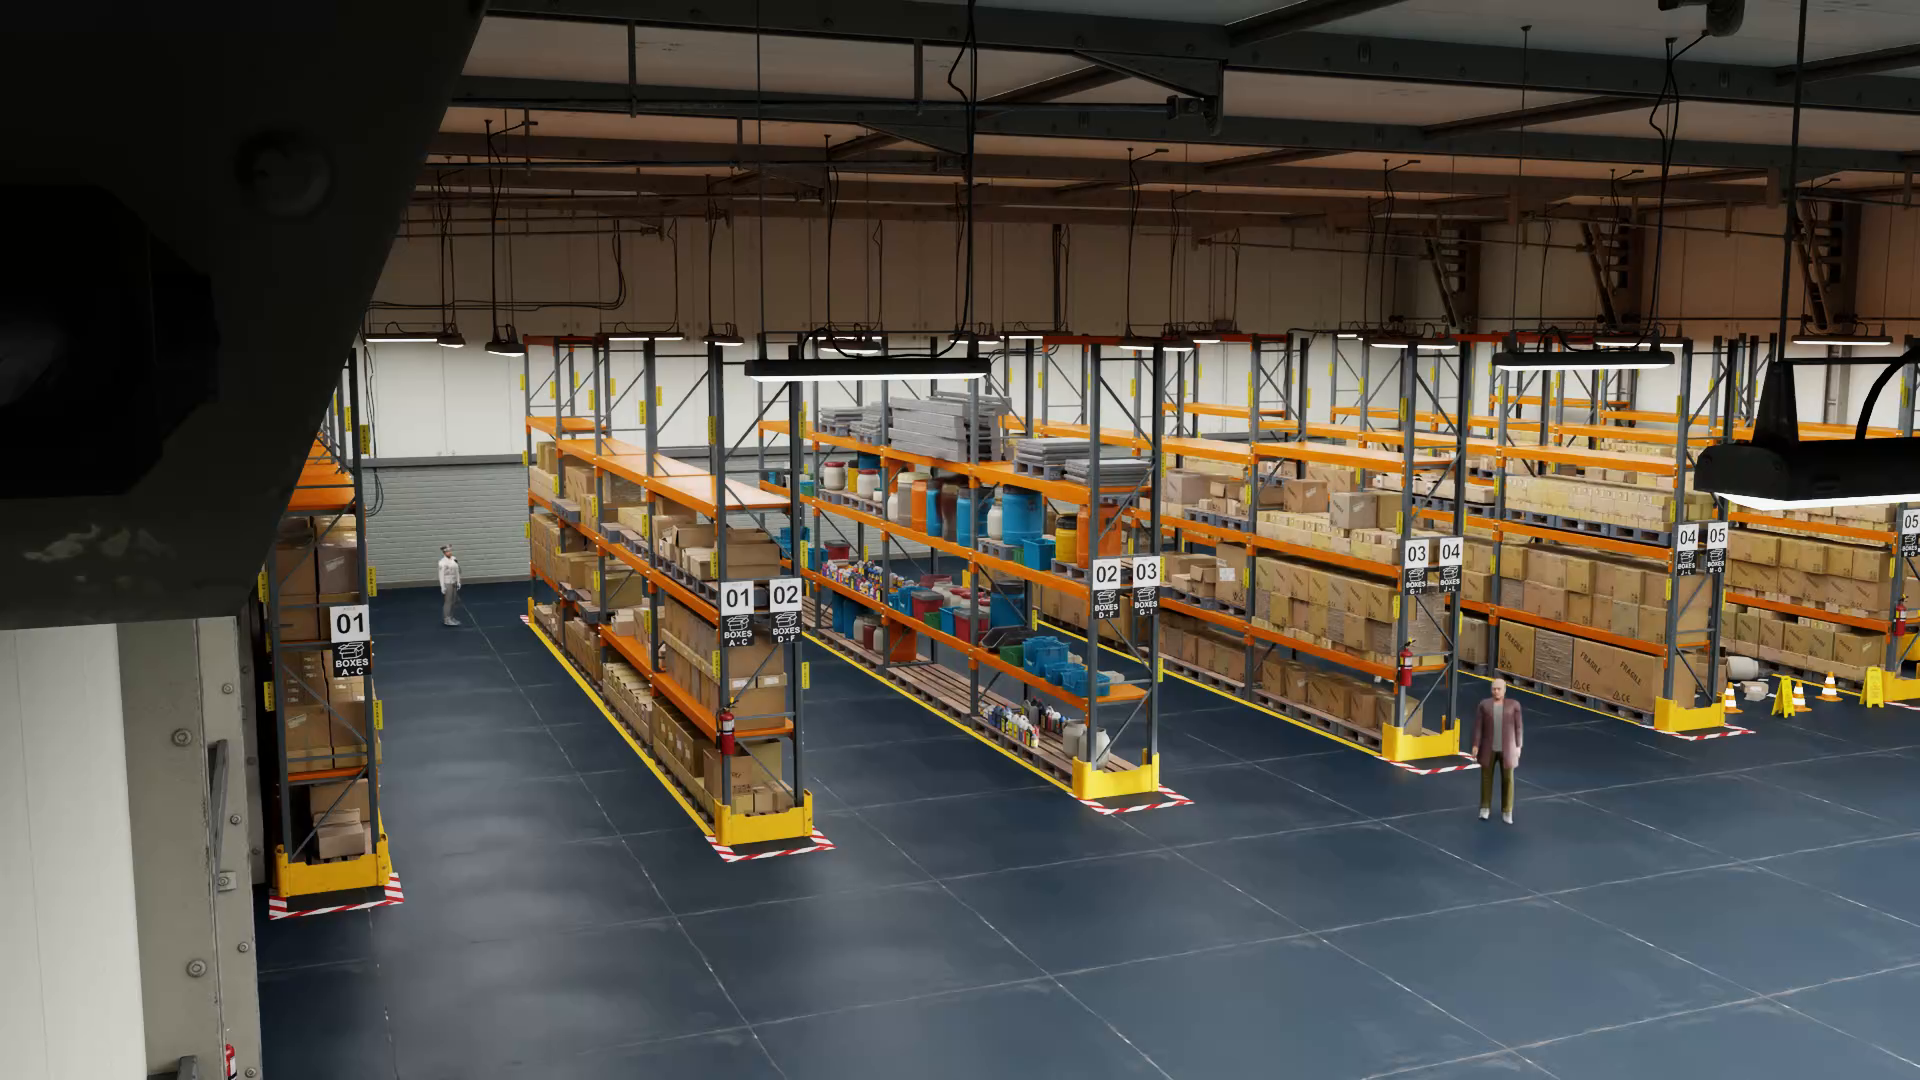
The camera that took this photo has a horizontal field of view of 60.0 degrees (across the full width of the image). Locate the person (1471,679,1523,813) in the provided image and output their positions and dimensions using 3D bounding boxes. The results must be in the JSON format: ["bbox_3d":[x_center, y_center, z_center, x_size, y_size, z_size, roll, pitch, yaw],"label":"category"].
[{"bbox_3d":[6.810,2.604,21.110,0.626,1.704,0.326,3,8,22],"label":"person"}]

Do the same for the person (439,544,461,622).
[{"bbox_3d":[-10.538,0.882,34.423,0.398,1.622,0.492,1,8,4],"label":"person"}]
